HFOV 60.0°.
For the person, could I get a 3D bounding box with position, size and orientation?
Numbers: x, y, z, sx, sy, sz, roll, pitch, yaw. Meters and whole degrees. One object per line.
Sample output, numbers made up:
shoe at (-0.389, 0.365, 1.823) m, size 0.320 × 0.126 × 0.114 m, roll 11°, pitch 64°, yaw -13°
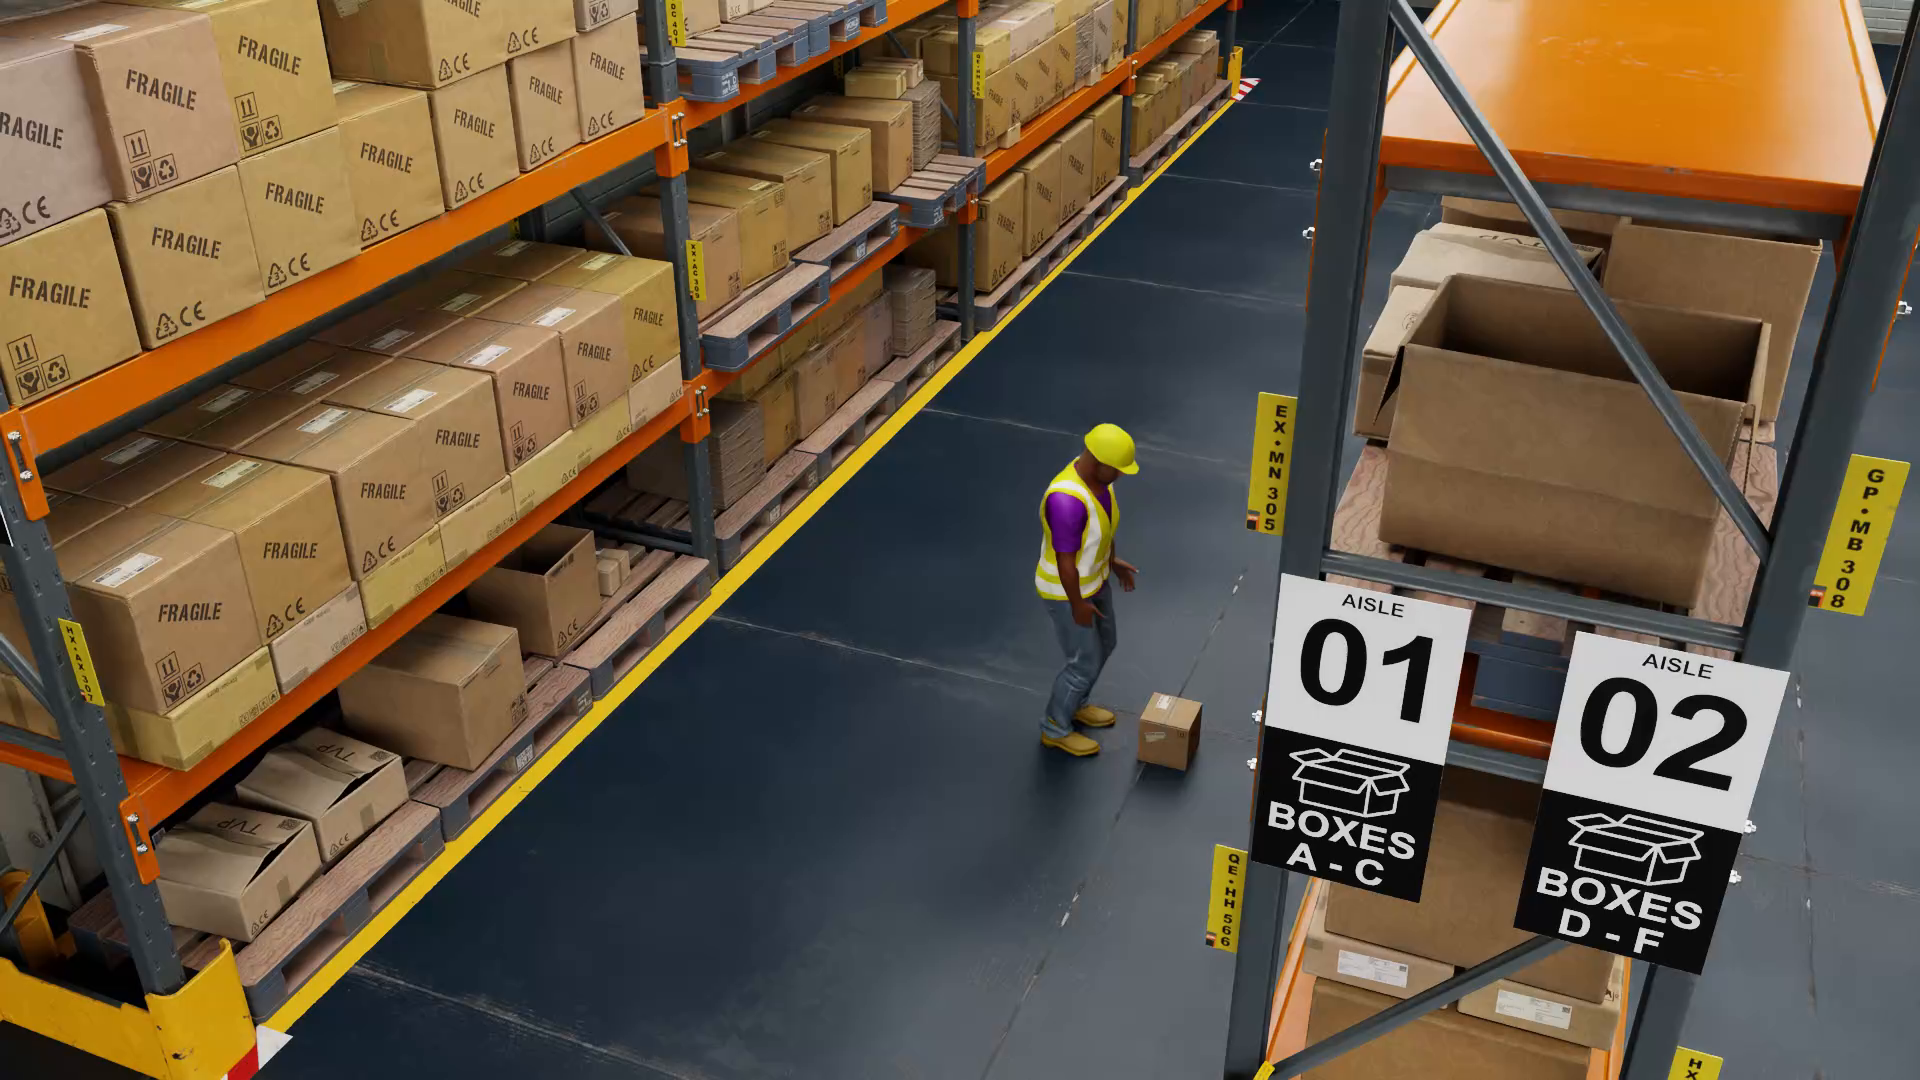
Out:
person at (0.612, 0.213, 8.041) m, size 0.438 × 1.725 × 0.588 m, roll 12°, pitch 32°, yaw 20°
